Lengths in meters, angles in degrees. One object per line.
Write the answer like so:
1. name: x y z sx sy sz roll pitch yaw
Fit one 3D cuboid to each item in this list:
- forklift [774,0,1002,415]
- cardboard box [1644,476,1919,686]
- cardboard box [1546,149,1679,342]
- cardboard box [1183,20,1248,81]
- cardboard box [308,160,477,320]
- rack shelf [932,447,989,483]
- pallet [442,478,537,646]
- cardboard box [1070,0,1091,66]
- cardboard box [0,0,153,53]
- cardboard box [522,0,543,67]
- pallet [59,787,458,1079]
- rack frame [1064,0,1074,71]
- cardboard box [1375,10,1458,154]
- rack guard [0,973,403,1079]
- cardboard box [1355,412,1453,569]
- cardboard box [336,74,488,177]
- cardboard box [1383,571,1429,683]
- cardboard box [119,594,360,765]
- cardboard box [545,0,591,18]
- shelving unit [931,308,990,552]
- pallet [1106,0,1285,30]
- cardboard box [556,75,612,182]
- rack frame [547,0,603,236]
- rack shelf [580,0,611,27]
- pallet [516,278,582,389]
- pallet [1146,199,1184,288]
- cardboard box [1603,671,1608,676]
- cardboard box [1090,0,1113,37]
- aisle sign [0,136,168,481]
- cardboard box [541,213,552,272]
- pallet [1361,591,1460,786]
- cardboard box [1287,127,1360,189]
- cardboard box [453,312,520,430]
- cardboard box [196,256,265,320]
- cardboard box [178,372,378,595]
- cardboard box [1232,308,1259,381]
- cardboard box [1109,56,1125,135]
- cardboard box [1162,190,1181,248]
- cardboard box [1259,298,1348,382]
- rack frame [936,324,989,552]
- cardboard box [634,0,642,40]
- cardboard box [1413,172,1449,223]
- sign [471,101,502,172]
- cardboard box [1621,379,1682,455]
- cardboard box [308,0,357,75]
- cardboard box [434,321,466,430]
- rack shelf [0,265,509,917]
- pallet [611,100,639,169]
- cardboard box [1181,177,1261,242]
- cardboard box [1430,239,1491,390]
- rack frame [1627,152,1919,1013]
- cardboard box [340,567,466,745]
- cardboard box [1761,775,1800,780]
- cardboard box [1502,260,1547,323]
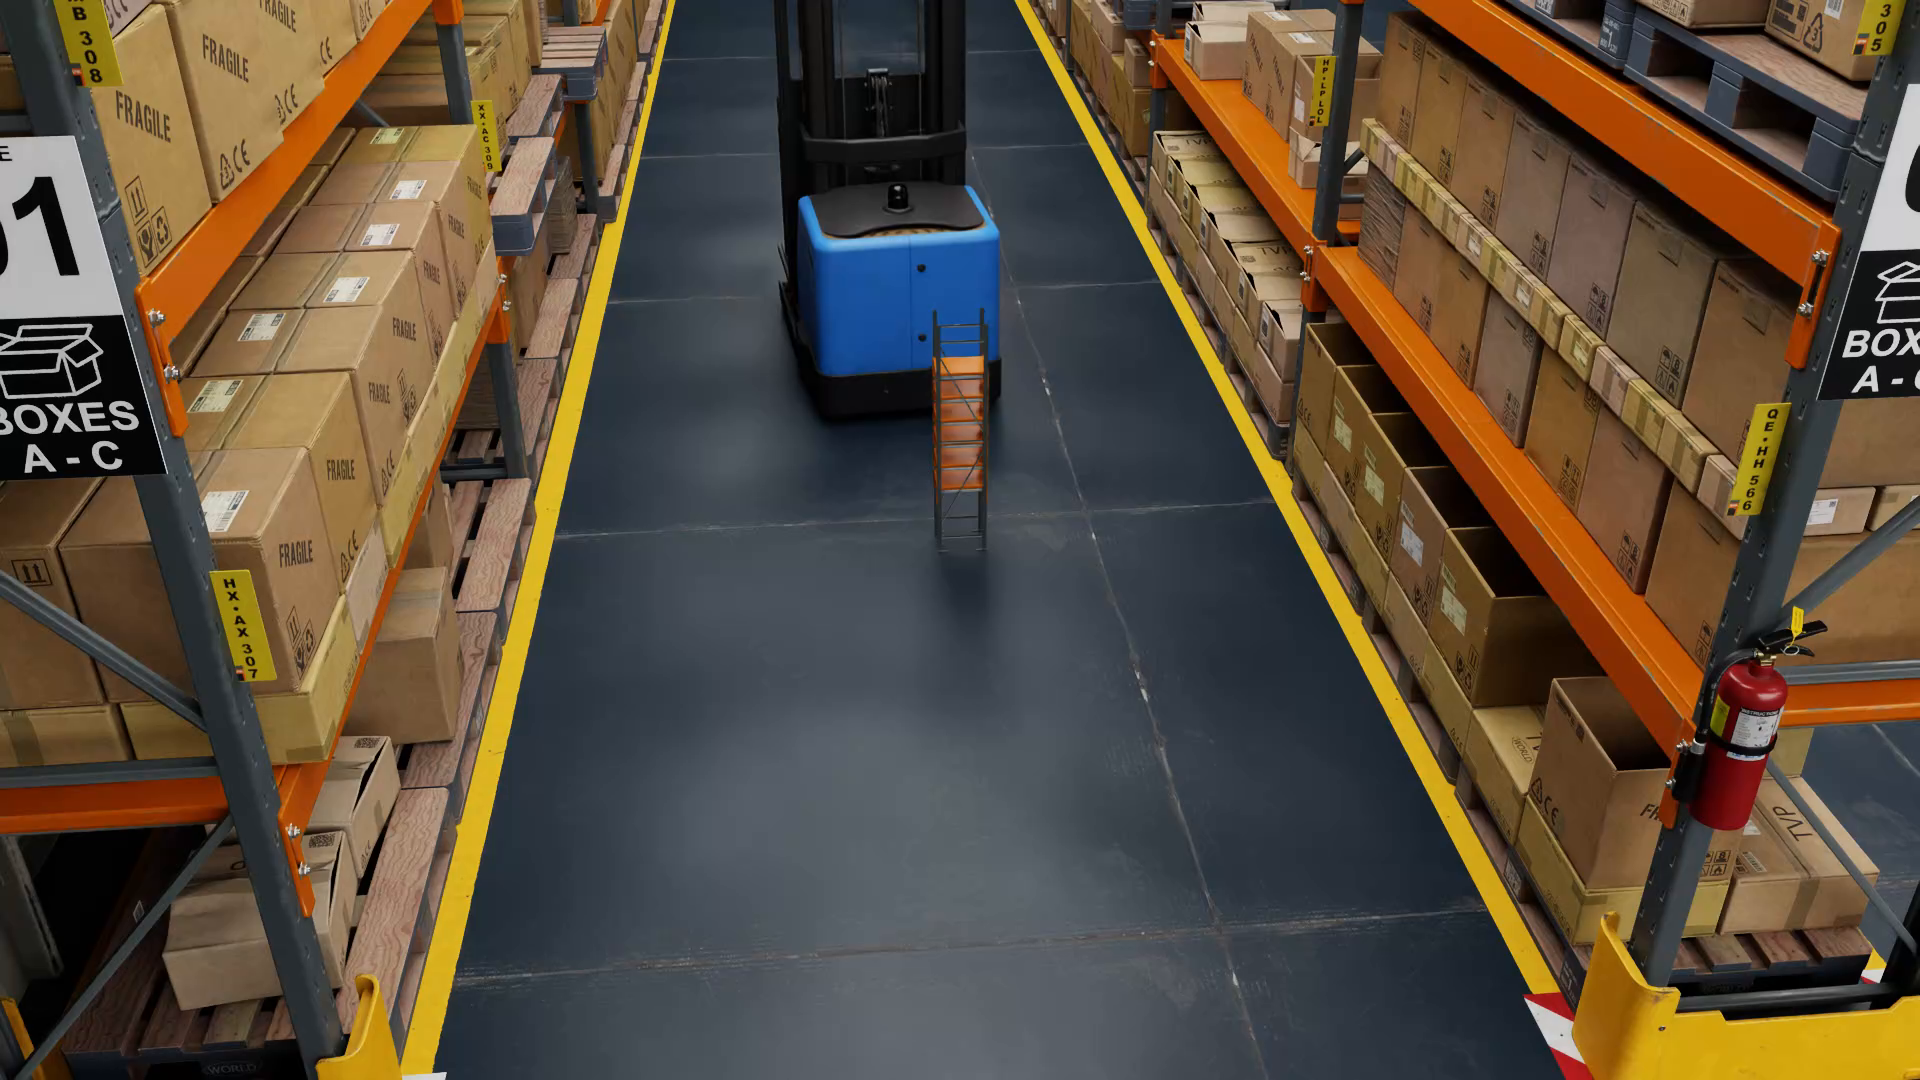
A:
1. forklift: -0.558 -2.695 9.904 1.130 2.935 3.031 -6 31 -10
2. cardboard box: 2.583 0.092 5.073 0.700 0.500 0.500 -3 31 -5
3. cardboard box: 2.475 -1.018 5.666 0.700 0.500 0.500 -3 31 -4
4. cardboard box: 1.757 -3.206 10.780 0.500 0.311 0.500 -3 31 -5
5. cardboard box: -2.287 -1.214 6.753 0.500 0.500 0.500 -3 31 -5
6. rack shelf: 0.001 -0.367 8.014 0.258 0.103 0.180 -3 31 -5
7. pallet: -2.594 0.109 7.861 1.003 0.211 1.213 -3 31 -5
8. cardboard box: 1.295 -4.610 15.051 0.500 0.500 0.500 -4 31 -7
9. cardboard box: -2.112 -1.364 3.591 0.500 0.500 0.500 -5 31 -8
10. cardboard box: -2.933 -3.180 10.122 0.700 0.500 0.500 -6 31 -9
11. pallet: -2.366 1.355 5.776 1.003 0.211 1.213 -3 31 -5
12. rack frame: 1.492 -5.753 14.956 1.000 3.000 0.127 -3 31 -5
13. cardboard box: 2.288 -2.042 7.381 0.700 0.500 0.500 -3 31 -4
14. rack guard: -2.325 1.647 5.004 1.175 0.500 0.348 -3 31 -5
15. cardboard box: 2.065 -0.228 7.247 0.500 0.500 0.500 -3 31 -5
16. cardboard box: -2.706 -1.922 8.017 0.700 0.500 0.500 -3 31 -4
17. cardboard box: 2.117 0.349 7.012 0.500 0.250 0.500 -3 31 -5
18. cardboard box: -2.048 0.404 4.774 0.500 0.250 0.500 -4 31 -6
19. cardboard box: -2.856 -3.911 11.465 0.500 0.500 0.500 -2 31 -3
20. shelving unit: 0.001 -0.508 7.930 0.258 1.200 0.189 -3 31 -5
21. pallet: 1.733 -3.971 12.160 1.213 0.211 1.003 -3 31 -5
22. cardboard box: -3.004 -3.110 12.219 0.750 0.750 0.750 -3 31 -5
23. rack frame: -3.066 -3.471 11.137 1.000 3.000 0.127 -3 31 -5
24. rack shelf: -3.252 -4.184 13.031 1.077 0.370 4.000 -3 31 -5
25. pallet: -2.883 -1.254 10.143 1.003 0.211 1.213 -3 31 -5
26. pallet: 1.904 -2.091 11.545 1.003 0.211 1.213 -3 31 -5
27. cardboard box: 2.677 0.258 6.434 0.500 0.500 0.500 -3 31 -5
28. cardboard box: 1.388 -4.421 14.004 0.500 0.250 0.500 -3 31 -4
29. aisle sign: -2.013 -0.481 3.594 0.394 0.787 0.004 -3 31 -5
30. cardboard box: -3.014 -1.953 10.604 0.700 0.500 0.500 -3 31 -5
31. pallet: 2.390 0.561 7.105 1.003 0.211 1.213 -3 31 -5
32. cardboard box: 1.975 -2.051 8.889 0.396 0.266 0.258 -3 31 -6
33. cardboard box: -2.777 -0.920 8.874 0.700 0.500 0.500 -2 31 -3
34. cardboard box: -2.711 -0.662 5.828 0.500 0.500 0.500 -2 31 -4
35. cardboard box: -2.100 -0.164 4.995 0.500 0.500 0.500 -3 31 -4
36. cardboard box: 1.867 -1.124 9.479 0.500 0.250 0.500 -3 31 -5
37. cardboard box: 1.497 -3.557 13.288 0.500 0.500 0.500 -4 31 -6
38. cardboard box: 1.670 -2.172 11.234 0.500 0.250 0.500 -4 31 -6
39. cardboard box: 1.917 -1.102 8.895 0.500 0.311 0.500 -3 31 -5
40. rack frame: 0.010 -0.461 7.852 0.240 1.200 0.006 -3 31 -5
41. cardboard box: -3.407 -5.007 15.736 0.700 0.500 0.500 -2 31 -4
42. cardboard box: 2.147 -1.450 7.022 0.380 0.149 0.250 -3 31 -5
43. sign: -2.152 -1.831 7.546 0.100 0.325 0.005 -3 31 -5
44. cardboard box: 2.338 -0.398 5.261 0.380 0.149 0.250 -3 31 -5
45. cardboard box: -2.239 -1.722 5.166 0.500 0.500 0.500 -1 31 -2
46. cardboard box: -2.245 -0.635 6.515 0.500 0.250 0.500 -3 31 -5
47. rack shelf: -2.505 -0.099 6.192 1.077 0.370 4.000 -3 31 -5
48. pallet: -3.175 -3.302 13.572 1.003 0.211 1.213 -3 31 -5
49. cardboard box: 1.725 -2.141 10.635 0.500 0.311 0.500 -4 31 -6
50. cardboard box: 2.386 -0.960 6.834 0.700 0.500 0.500 -2 31 -4
51. rack frame: 2.614 0.374 4.699 1.000 3.000 0.127 -3 31 -5
52. cardboard box: -2.365 0.472 6.544 0.700 0.500 0.500 -5 31 -8
53. cardboard box: 2.735 0.834 6.200 0.500 0.250 0.500 -3 31 -5
54. cardboard box: 2.241 -0.925 6.144 0.380 0.149 0.250 -3 31 -5
